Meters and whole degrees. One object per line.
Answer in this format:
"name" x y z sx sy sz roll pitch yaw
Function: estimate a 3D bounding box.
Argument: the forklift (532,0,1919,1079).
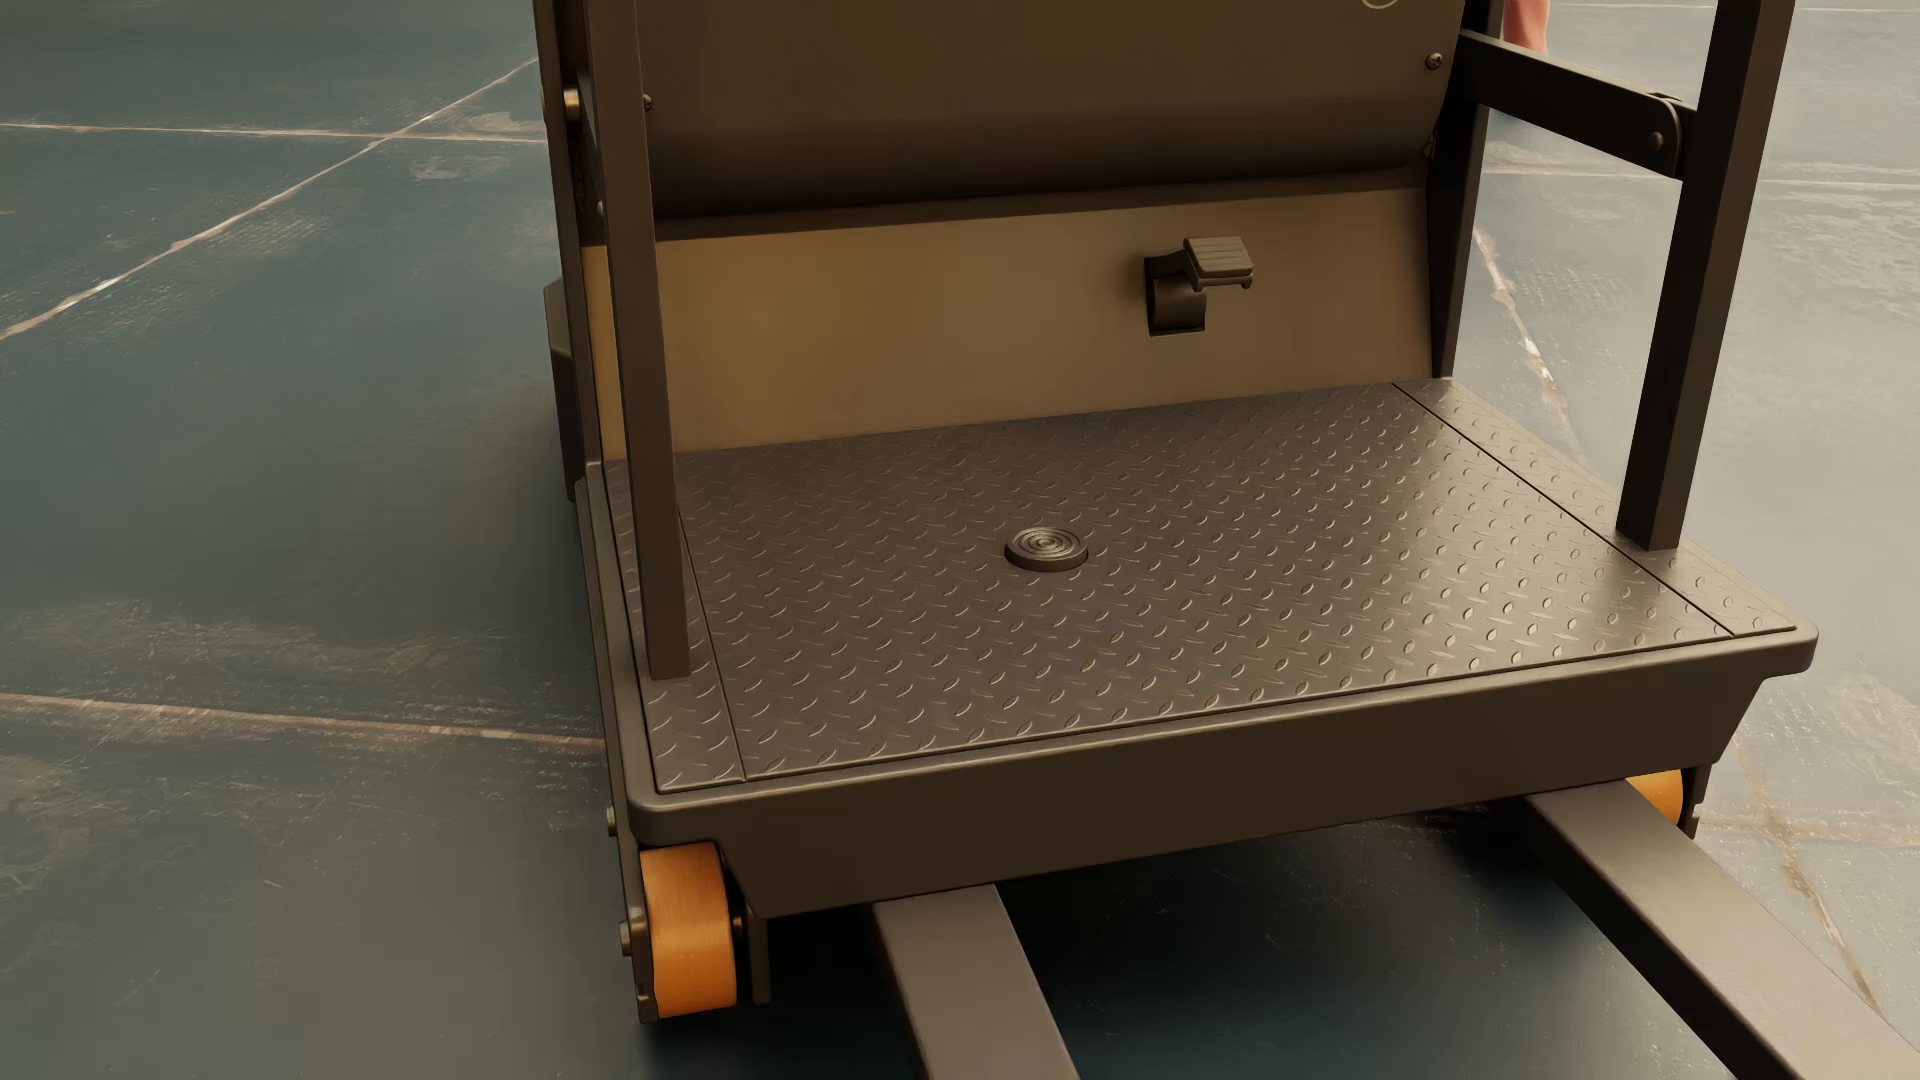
"forklift" 0.153 -1.049 1.319 1.130 2.935 3.031 -7 27 -13

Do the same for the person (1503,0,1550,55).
"person" 1.549 -2.088 4.801 0.541 1.679 0.536 2 27 4
